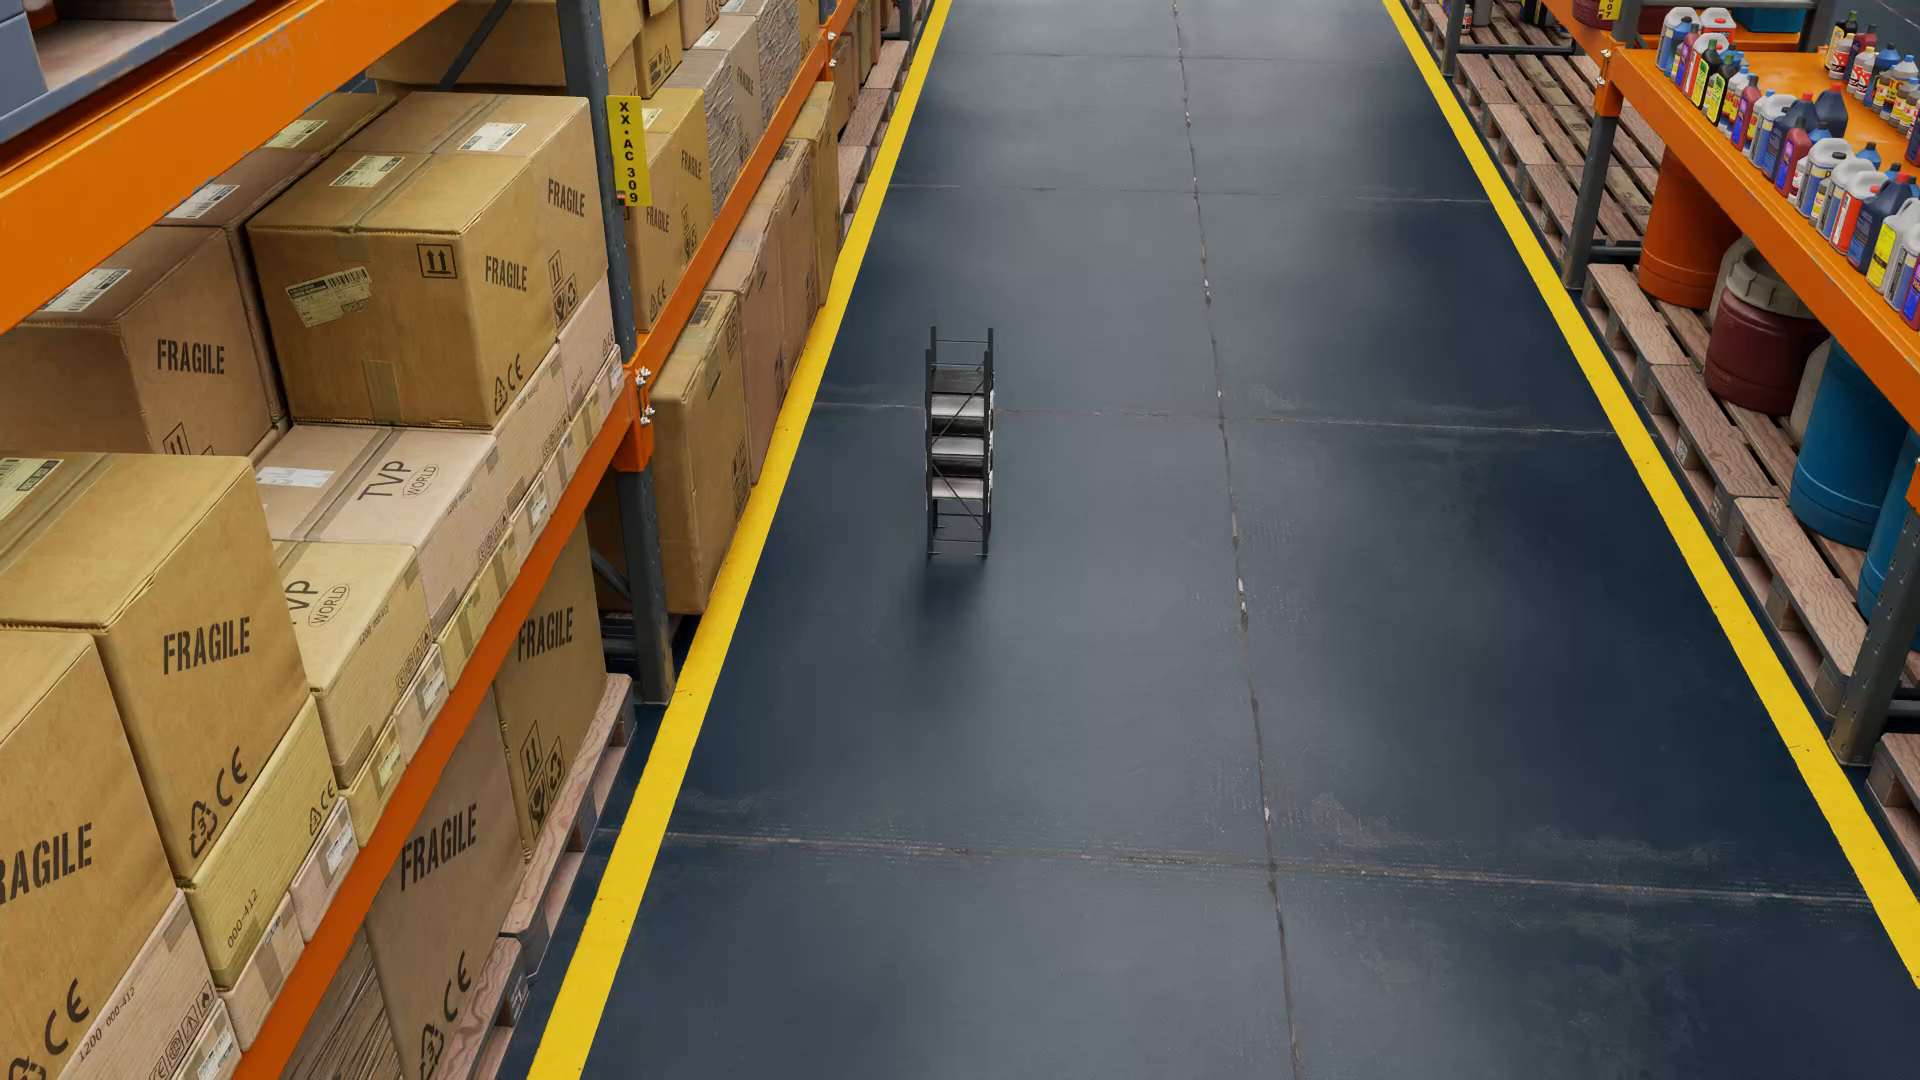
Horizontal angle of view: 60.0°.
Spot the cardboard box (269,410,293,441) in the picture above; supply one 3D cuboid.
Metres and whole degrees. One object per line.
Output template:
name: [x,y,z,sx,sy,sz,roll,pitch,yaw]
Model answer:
cardboard box: [-1.856,-0.312,4.257,0.500,0.250,0.500,2,32,4]

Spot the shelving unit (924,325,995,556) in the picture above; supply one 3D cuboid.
shelving unit: [-0.001,-0.379,6.507,0.258,0.900,0.210,2,32,4]

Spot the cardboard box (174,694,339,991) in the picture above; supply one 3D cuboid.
cardboard box: [-1.448,0.511,2.922,0.500,0.250,0.500,1,32,2]

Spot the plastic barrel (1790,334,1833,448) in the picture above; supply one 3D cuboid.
plastic barrel: [3.680,-0.598,6.832,0.421,0.512,0.421,0,32,0]

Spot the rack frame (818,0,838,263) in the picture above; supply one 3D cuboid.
rack frame: [-1.185,-2.836,8.492,1.000,3.000,0.127,2,32,4]

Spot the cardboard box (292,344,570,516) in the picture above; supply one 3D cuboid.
cardboard box: [-1.325,-0.294,4.227,0.500,0.250,0.500,3,32,5]

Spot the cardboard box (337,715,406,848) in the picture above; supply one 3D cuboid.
cardboard box: [-1.355,0.479,3.354,0.380,0.149,0.250,2,32,3]

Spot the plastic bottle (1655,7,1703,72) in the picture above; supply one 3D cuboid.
plastic bottle: [3.394,-2.359,7.837,0.152,0.276,0.135,2,32,4]

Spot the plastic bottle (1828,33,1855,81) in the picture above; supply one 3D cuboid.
plastic bottle: [4.116,-2.250,7.732,0.097,0.201,0.097,0,32,0]

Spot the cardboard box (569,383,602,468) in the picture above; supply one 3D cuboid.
cardboard box: [-1.230,-0.329,4.664,0.380,0.149,0.250,3,32,5]

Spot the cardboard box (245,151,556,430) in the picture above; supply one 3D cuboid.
cardboard box: [-1.327,-0.612,4.029,0.500,0.500,0.500,3,32,4]

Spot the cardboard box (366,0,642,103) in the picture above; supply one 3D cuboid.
cardboard box: [-1.467,-1.548,5.351,0.797,0.503,0.637,2,32,3]

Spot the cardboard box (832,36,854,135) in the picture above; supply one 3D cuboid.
cardboard box: [-1.079,-2.897,10.555,0.700,0.500,0.500,5,32,8]

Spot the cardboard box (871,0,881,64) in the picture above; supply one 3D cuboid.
cardboard box: [-0.931,-3.730,11.907,0.700,0.500,0.500,0,32,0]

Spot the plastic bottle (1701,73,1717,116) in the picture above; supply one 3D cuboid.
plastic bottle: [3.309,-1.956,7.254,0.097,0.201,0.097,0,32,0]

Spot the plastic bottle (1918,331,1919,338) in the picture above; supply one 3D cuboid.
plastic bottle: [3.118,-0.730,5.264,0.097,0.201,0.097,0,32,0]

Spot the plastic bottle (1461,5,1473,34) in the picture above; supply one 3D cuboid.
plastic bottle: [3.796,-3.915,12.491,0.097,0.201,0.097,0,32,0]

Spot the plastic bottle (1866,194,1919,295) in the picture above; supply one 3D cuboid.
plastic bottle: [3.174,-1.006,5.570,0.144,0.351,0.185,2,32,4]

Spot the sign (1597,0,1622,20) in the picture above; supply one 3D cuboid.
sign: [3.202,-2.713,8.138,0.100,0.325,0.005,2,32,4]

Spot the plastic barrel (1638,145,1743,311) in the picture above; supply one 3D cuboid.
plastic barrel: [3.728,-1.622,8.192,0.600,0.830,0.708,2,32,4]

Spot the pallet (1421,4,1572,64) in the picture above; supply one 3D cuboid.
pallet: [4.173,-3.878,12.841,1.003,0.211,1.213,2,32,4]

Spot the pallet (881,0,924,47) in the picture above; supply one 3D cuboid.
pallet: [-0.840,-4.093,13.190,1.003,0.211,1.213,2,32,4]

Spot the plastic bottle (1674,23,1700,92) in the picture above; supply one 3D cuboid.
plastic bottle: [3.322,-2.192,7.559,0.061,0.283,0.133,2,32,4]

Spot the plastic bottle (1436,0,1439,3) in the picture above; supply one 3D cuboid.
plastic bottle: [3.901,-4.447,13.283,0.152,0.276,0.135,3,32,5]

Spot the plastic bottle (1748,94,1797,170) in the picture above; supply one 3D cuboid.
plastic bottle: [3.281,-1.634,6.660,0.152,0.276,0.135,2,32,4]

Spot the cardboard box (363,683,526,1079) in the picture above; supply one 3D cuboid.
cardboard box: [-1.718,0.794,4.227,0.875,0.875,0.875,2,32,4]

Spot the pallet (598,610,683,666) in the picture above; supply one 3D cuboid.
pallet: [-1.523,0.036,6.490,1.003,0.211,1.213,2,32,4]

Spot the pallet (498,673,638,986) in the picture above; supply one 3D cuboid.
pallet: [-1.651,0.837,5.190,1.003,0.211,1.213,2,32,4]

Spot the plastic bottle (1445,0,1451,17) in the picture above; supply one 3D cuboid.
plastic bottle: [3.858,-4.225,12.852,0.144,0.351,0.185,1,32,2]

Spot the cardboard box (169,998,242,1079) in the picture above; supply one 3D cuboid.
cardboard box: [-1.419,0.878,2.705,0.380,0.149,0.250,2,32,3]

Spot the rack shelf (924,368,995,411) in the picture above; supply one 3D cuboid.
rack shelf: [-0.001,-0.580,6.383,0.258,0.077,0.200,2,32,4]

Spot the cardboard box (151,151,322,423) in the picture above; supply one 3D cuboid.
cardboard box: [-1.853,-0.629,4.057,0.500,0.500,0.500,2,32,4]

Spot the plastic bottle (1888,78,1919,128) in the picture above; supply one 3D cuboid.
plastic bottle: [4.058,-1.875,7.123,0.097,0.201,0.097,0,32,0]

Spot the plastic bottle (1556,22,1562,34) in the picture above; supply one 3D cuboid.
plastic bottle: [4.548,-3.913,12.488,0.097,0.201,0.097,0,32,0]

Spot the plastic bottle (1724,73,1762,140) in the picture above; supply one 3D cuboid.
plastic bottle: [3.282,-1.814,6.957,0.097,0.271,0.097,0,32,0]

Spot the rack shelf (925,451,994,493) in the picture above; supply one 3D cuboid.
rack shelf: [-0.001,-0.274,6.572,0.258,0.077,0.200,2,32,4]

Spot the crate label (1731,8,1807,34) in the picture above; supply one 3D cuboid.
crate label: [4.159,-2.757,8.524,0.303,0.233,0.416,2,32,4]

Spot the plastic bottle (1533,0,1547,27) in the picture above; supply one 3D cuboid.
plastic bottle: [4.433,-4.069,12.663,0.061,0.283,0.133,2,32,4]

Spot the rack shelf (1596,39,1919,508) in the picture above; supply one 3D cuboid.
rack shelf: [3.588,-1.272,6.641,1.077,0.370,4.000,2,32,4]

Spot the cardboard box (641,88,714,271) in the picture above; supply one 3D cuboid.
cardboard box: [-1.184,-1.279,5.872,0.500,0.500,0.500,3,32,4]

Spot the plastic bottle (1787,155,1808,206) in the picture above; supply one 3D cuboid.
plastic bottle: [3.218,-1.376,6.313,0.097,0.201,0.097,0,32,0]

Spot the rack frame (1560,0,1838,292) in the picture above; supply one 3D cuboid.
rack frame: [3.751,-2.624,8.149,1.000,3.000,0.127,2,32,4]

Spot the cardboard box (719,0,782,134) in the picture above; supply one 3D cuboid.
cardboard box: [-1.064,-2.077,7.167,0.500,0.500,0.500,1,32,2]

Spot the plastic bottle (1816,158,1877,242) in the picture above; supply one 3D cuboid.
plastic bottle: [3.217,-1.225,5.996,0.152,0.276,0.135,2,32,4]

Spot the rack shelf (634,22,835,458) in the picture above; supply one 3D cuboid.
rack shelf: [-1.348,-1.484,6.984,1.077,0.370,4.000,2,32,4]

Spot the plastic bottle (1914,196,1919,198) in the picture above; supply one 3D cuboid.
plastic bottle: [3.333,-1.097,5.717,0.144,0.351,0.185,2,32,4]

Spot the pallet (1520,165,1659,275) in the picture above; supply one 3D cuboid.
pallet: [3.853,-1.840,9.535,1.003,0.211,1.213,2,32,4]

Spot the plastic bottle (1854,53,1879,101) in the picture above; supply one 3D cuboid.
plastic bottle: [4.089,-2.079,7.453,0.097,0.201,0.097,0,32,0]

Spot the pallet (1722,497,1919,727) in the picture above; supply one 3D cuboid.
pallet: [3.530,0.253,6.138,1.003,0.211,1.213,2,32,4]

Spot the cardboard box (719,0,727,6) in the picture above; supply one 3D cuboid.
cardboard box: [-1.317,-2.583,7.031,0.797,0.503,0.637,3,32,5]

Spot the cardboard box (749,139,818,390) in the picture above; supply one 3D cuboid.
cardboard box: [-1.342,-1.284,7.600,1.225,0.875,0.875,3,32,4]

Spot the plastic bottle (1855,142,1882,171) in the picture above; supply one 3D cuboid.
plastic bottle: [3.362,-1.348,6.201,0.097,0.271,0.097,0,32,0]

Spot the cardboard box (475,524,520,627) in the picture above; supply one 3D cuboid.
cardboard box: [-1.293,0.075,4.009,0.380,0.149,0.250,3,32,5]

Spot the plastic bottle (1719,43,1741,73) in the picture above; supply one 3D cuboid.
plastic bottle: [3.380,-2.053,7.345,0.097,0.271,0.097,0,32,0]
